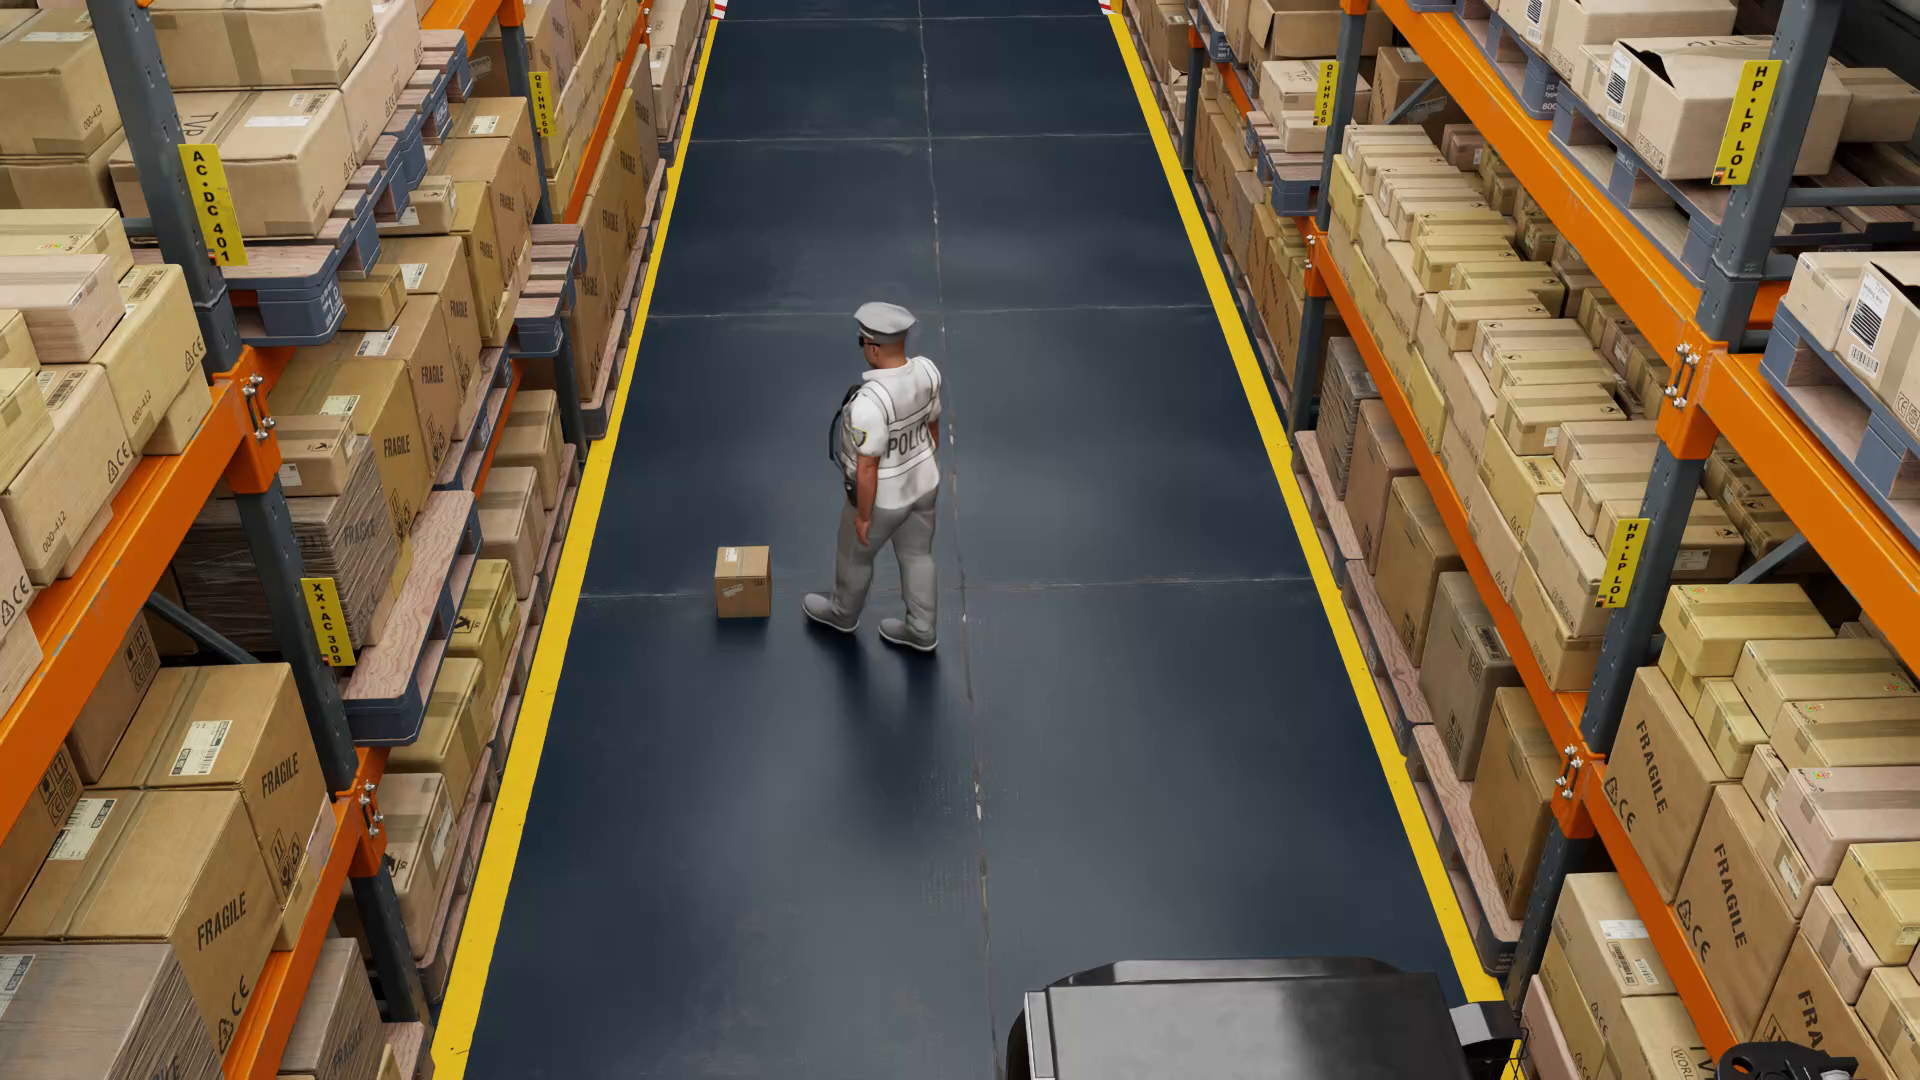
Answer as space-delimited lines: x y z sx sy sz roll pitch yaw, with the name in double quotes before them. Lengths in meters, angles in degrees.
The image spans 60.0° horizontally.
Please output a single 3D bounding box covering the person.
"person" -0.413 -0.290 7.538 0.707 1.740 0.552 27 43 33
